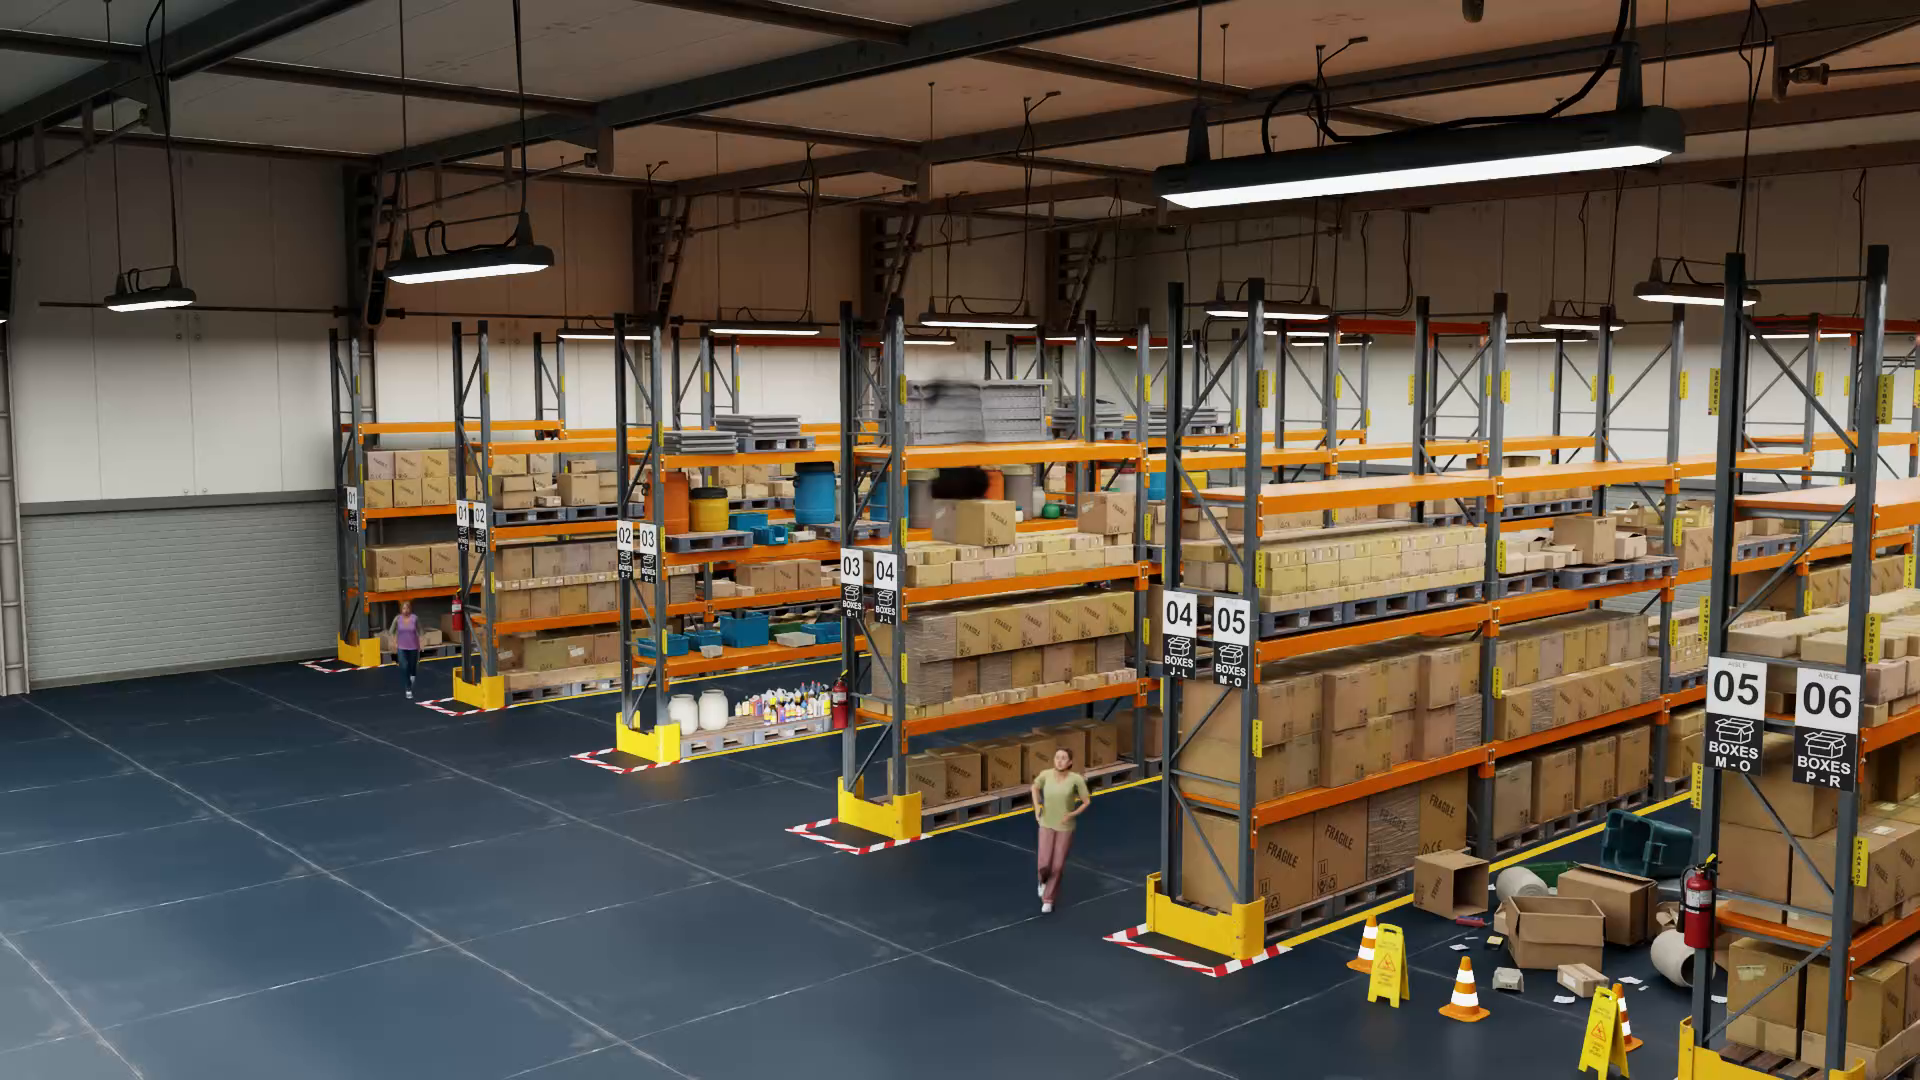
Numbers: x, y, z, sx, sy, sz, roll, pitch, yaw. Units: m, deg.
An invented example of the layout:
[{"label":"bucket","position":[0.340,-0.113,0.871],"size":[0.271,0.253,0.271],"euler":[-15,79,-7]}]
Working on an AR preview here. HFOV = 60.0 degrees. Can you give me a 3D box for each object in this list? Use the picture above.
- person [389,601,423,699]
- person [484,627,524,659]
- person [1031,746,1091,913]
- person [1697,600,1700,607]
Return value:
[{"label":"person","position":[-8.948,1.749,26.886],"size":[0.525,1.562,0.680],"euler":[-2,6,-20]},{"label":"person","position":[-7.670,1.592,28.175],"size":[0.614,1.682,0.806],"euler":[4,7,34]},{"label":"person","position":[0.960,2.784,16.033],"size":[0.598,1.642,0.505],"euler":[1,6,11]},{"label":"person","position":[11.538,1.772,25.769],"size":[0.759,1.757,0.650],"euler":[-4,7,-36]}]
